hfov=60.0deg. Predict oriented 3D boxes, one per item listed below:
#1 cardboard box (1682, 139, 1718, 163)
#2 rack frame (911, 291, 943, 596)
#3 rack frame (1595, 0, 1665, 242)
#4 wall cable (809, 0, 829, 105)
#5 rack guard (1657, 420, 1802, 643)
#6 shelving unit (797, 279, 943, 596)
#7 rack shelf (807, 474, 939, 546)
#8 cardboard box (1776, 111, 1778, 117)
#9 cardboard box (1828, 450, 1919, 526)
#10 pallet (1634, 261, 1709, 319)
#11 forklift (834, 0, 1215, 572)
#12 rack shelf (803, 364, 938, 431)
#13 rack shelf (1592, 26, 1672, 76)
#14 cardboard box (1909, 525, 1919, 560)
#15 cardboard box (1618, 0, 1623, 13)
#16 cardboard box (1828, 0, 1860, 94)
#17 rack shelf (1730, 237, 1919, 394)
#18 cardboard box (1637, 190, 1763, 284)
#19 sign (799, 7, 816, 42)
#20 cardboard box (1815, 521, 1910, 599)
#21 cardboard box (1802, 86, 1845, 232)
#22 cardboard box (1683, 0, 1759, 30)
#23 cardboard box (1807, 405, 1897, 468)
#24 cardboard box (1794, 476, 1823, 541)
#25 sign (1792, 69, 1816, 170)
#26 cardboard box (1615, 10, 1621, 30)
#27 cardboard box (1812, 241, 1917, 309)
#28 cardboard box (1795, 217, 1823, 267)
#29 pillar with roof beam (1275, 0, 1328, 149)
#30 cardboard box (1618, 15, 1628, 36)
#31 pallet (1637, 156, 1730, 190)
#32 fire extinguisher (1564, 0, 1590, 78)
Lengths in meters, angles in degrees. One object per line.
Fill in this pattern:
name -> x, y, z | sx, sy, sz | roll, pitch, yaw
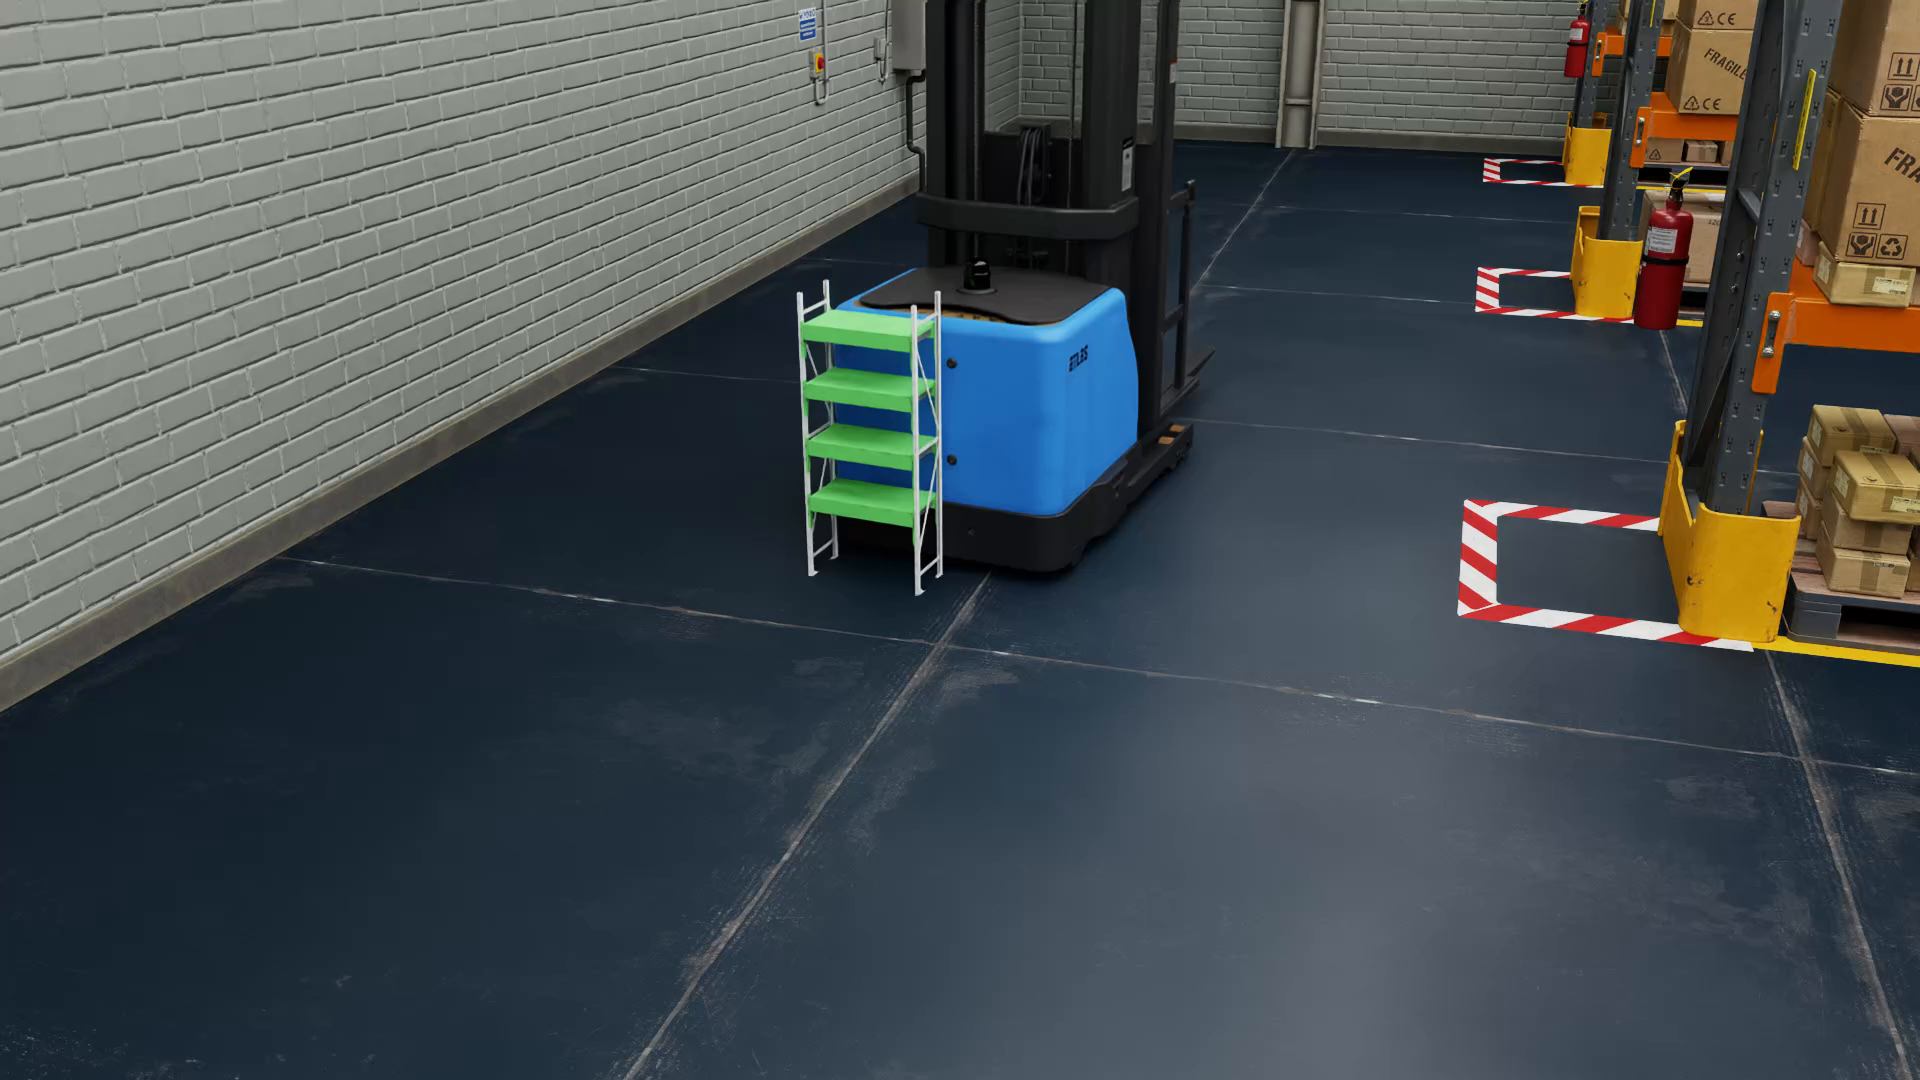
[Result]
cardboard box -> 6.750, -3.556, 15.189 | 0.250, 0.149, 0.380 | 6, 23, 13
rack frame -> -0.128, -0.370, 6.587 | 0.015, 1.200, 0.240 | 9, 25, 22
rack frame -> 4.366, -3.039, 10.725 | 0.127, 3.000, 1.000 | 7, 23, 16
wall cable -> -1.039, -4.133, 12.013 | 0.123, 1.953, 0.585 | 7, 23, 16
rack guard -> 3.105, -0.064, 6.768 | 0.348, 0.500, 1.175 | 7, 23, 16
shelving unit -> -0.352, -0.406, 6.677 | 0.503, 1.200, 0.258 | 9, 25, 22
rack shelf -> -0.351, -0.126, 6.794 | 0.480, 0.148, 0.258 | 9, 25, 22
cardboard box -> 5.235, -2.883, 10.213 | 0.500, 0.500, 0.500 | 6, 23, 15
cardboard box -> 3.436, -0.199, 6.221 | 0.250, 0.149, 0.380 | 5, 23, 13
pallet -> 5.154, -1.689, 11.110 | 1.213, 0.211, 1.003 | 7, 23, 16
forklift -> 0.514, -1.753, 7.680 | 1.130, 2.935, 3.031 | 9, 24, 22
rack shelf -> -0.353, -0.569, 6.609 | 0.480, 0.148, 0.258 | 9, 25, 22
rack shelf -> 7.711, -4.290, 14.725 | 4.000, 0.370, 1.077 | 7, 23, 16
cardboard box -> 3.706, -0.041, 6.228 | 0.250, 0.149, 0.380 | 6, 23, 15
cardboard box -> 6.313, -4.957, 15.207 | 0.500, 0.250, 0.500 | 7, 23, 17
cardboard box -> 3.543, -1.916, 6.147 | 0.500, 0.500, 0.500 | 6, 23, 14
rack shelf -> 4.947, -0.677, 5.916 | 4.000, 0.370, 1.077 | 7, 23, 16
cardboard box -> 5.026, -2.011, 11.044 | 0.875, 0.438, 0.875 | 6, 23, 14
sign -> -1.112, -3.762, 12.134 | 0.001, 0.218, 0.327 | 7, 23, 16
cardboard box -> 3.442, 0.069, 6.351 | 0.250, 0.149, 0.380 | 7, 23, 17
cardboard box -> 3.537, -1.457, 6.346 | 0.500, 0.500, 0.500 | 7, 23, 17
cardboard box -> 4.743, -3.391, 10.136 | 0.500, 0.500, 0.500 | 6, 23, 14
cardboard box -> 3.613, -0.414, 6.745 | 0.250, 0.149, 0.380 | 7, 23, 16
cardboard box -> 3.597, -0.122, 6.819 | 0.250, 0.149, 0.380 | 7, 23, 16
sign -> 2.876, -1.432, 5.669 | 0.005, 0.325, 0.100 | 7, 23, 16
cardboard box -> 6.191, -4.787, 15.320 | 0.250, 0.149, 0.380 | 6, 23, 15
cardboard box -> 3.248, -0.958, 5.984 | 0.250, 0.149, 0.380 | 6, 23, 15
cardboard box -> 3.426, -1.180, 6.525 | 0.250, 0.149, 0.380 | 7, 23, 16
pillar with roof beam -> 2.231, -6.677, 11.690 | 0.400, 9.000, 9.100 | 7, 23, 16
cardboard box -> 6.031, -4.590, 14.840 | 0.250, 0.149, 0.380 | 6, 23, 15
pallet -> 6.632, -3.457, 15.420 | 1.213, 0.211, 1.003 | 7, 23, 16
fire extinguisher -> 5.522, -4.482, 14.838 | 0.183, 0.674, 0.296 | 7, 23, 16
